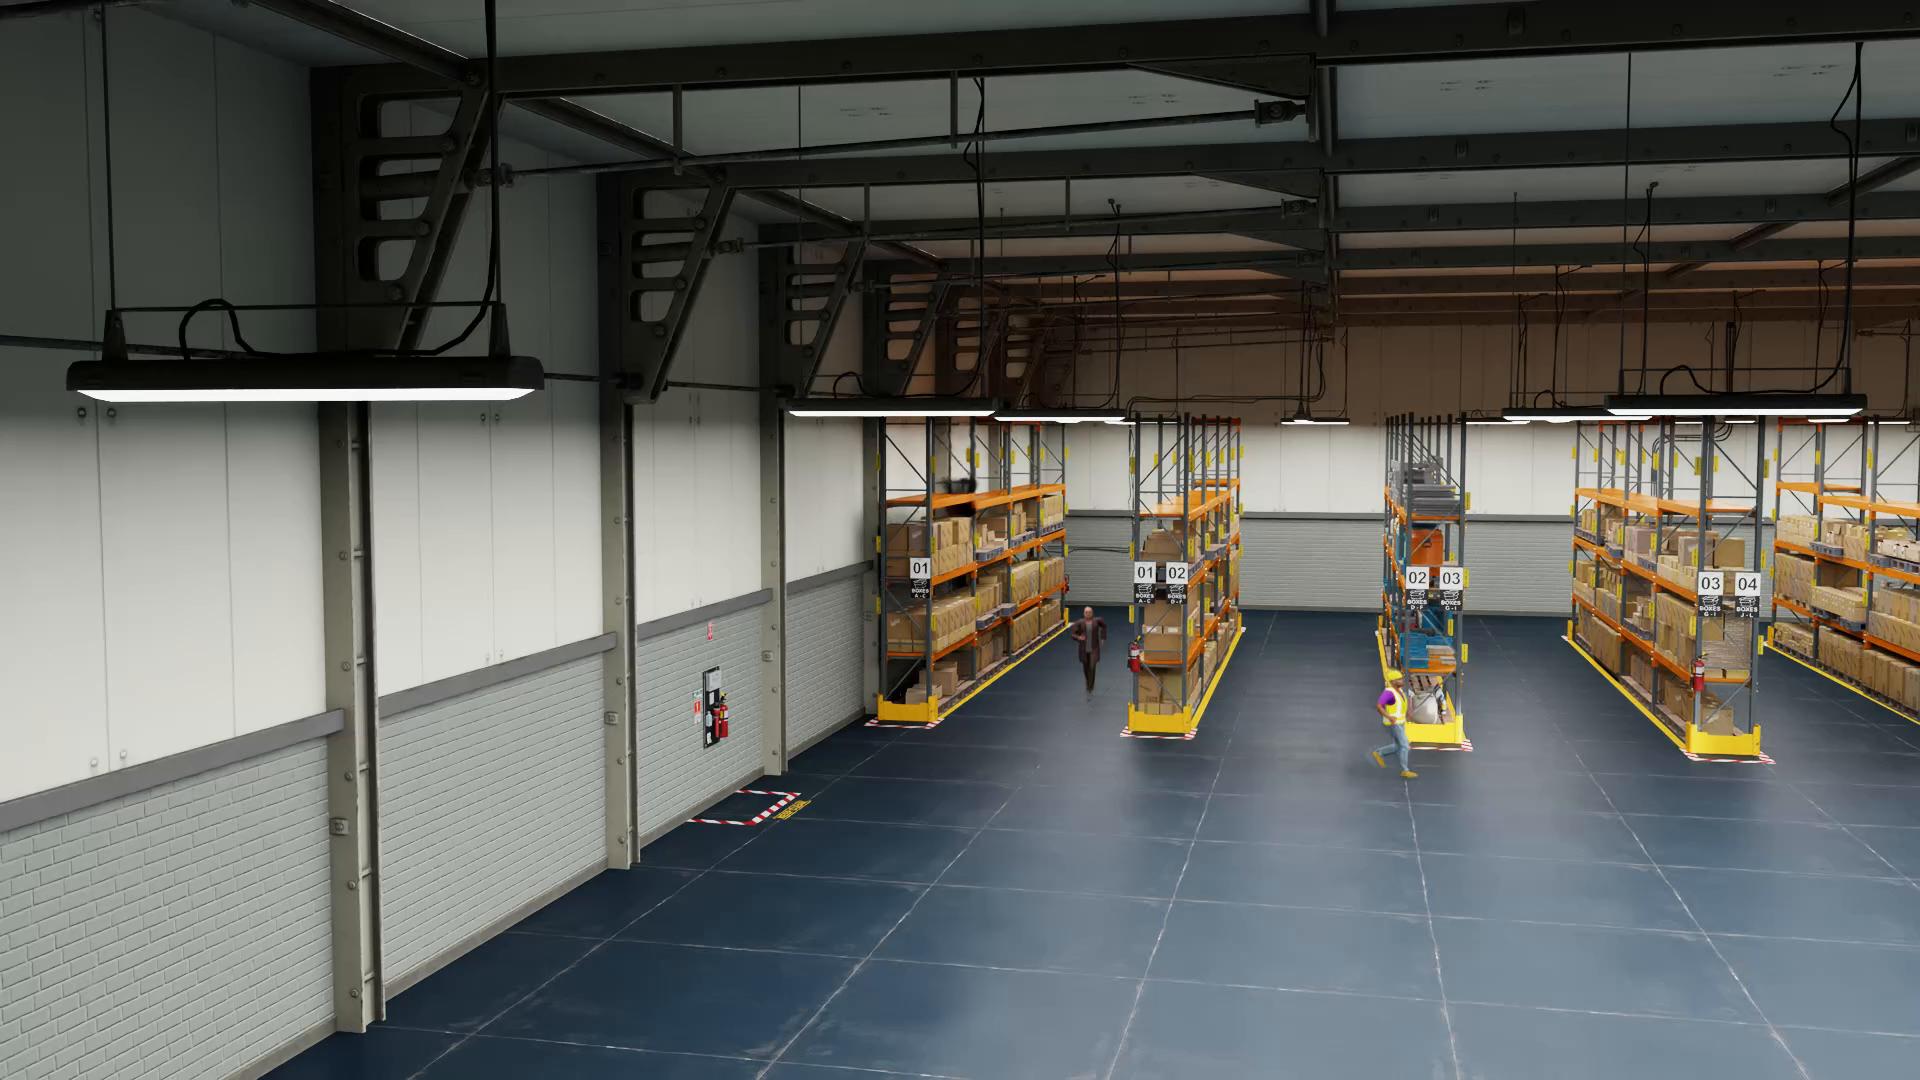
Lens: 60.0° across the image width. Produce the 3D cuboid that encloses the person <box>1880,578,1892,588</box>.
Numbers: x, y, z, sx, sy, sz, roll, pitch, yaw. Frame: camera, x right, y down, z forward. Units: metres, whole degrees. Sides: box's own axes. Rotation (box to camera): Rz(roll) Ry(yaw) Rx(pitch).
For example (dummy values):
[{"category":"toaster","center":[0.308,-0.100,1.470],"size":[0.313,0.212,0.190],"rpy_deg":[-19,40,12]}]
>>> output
[{"category":"person","center":[25.034,1.865,45.025],"size":[0.551,1.659,0.624],"rpy_deg":[0,4,0]}]

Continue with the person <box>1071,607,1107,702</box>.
[{"category":"person","center":[2.616,2.286,33.819],"size":[0.738,1.872,0.915],"rpy_deg":[0,4,5]}]

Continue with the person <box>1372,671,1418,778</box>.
[{"category":"person","center":[7.127,3.012,27.289],"size":[0.810,1.737,0.732],"rpy_deg":[3,5,35]}]
